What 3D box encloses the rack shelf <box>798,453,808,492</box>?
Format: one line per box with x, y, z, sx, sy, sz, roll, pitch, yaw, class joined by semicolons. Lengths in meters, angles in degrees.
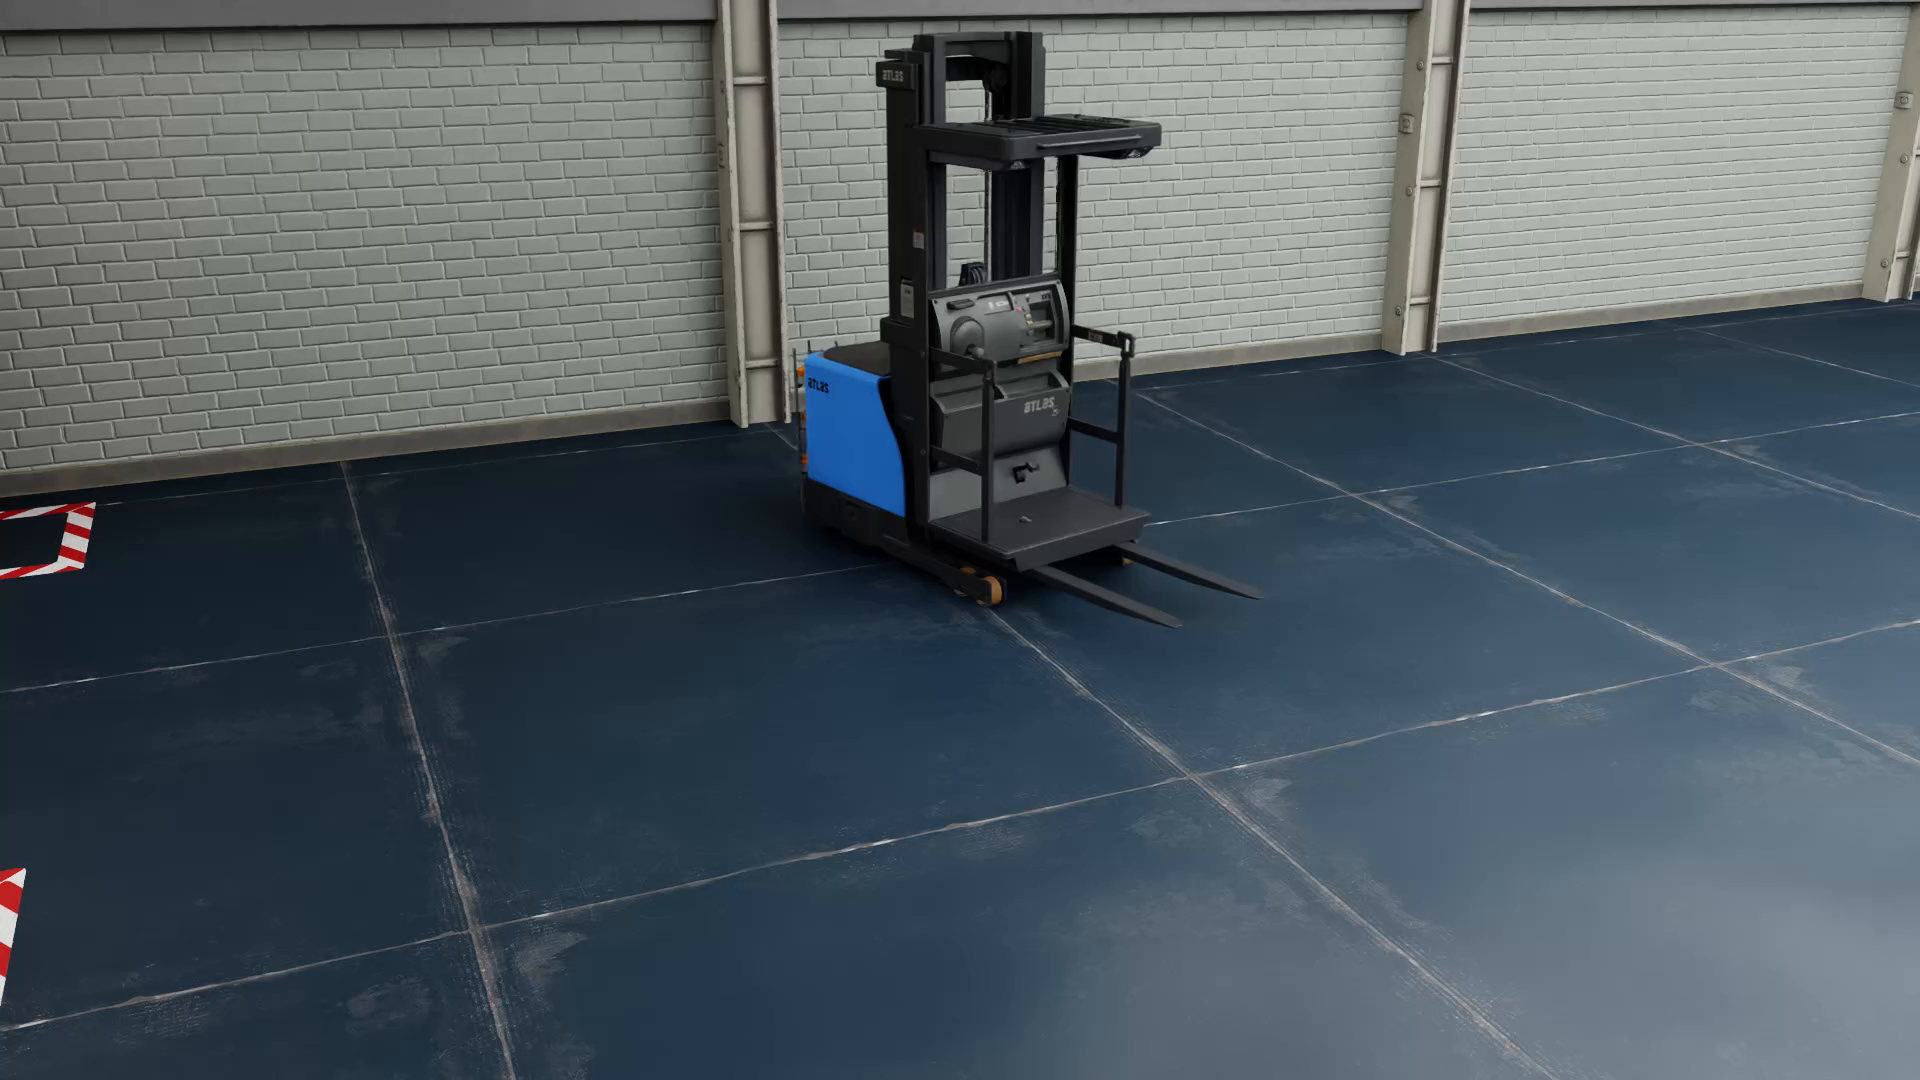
-0.877;-0.438;10.545;0.215;0.259;0.240;4;20;16;rack shelf

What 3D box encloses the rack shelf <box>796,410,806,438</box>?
-0.883;-0.700;10.455;0.215;0.259;0.240;4;20;16;rack shelf

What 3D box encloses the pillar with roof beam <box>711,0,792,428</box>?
0.193;-3.840;7.380;0.400;9.000;9.100;-8;21;-22;pillar with roof beam

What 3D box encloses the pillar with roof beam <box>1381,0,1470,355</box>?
5.702;-4.630;9.621;0.400;9.000;9.100;-8;21;-22;pillar with roof beam

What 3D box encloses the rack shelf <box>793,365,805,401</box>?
-0.889;-0.969;10.362;0.215;0.259;0.240;4;20;16;rack shelf

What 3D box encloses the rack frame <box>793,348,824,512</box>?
-0.918;-0.672;10.341;0.200;1.050;0.008;4;20;16;rack frame

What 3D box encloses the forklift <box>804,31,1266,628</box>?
0.365;-1.206;9.035;1.130;2.935;3.031;-15;24;-36;forklift

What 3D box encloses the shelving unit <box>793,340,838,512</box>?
-0.883;-0.710;10.451;0.215;1.050;0.252;4;20;16;shelving unit

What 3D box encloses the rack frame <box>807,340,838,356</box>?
-0.849;-0.749;10.562;0.200;1.050;0.008;4;20;16;rack frame

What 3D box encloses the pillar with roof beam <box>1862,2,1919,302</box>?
11.212;-5.419;11.863;0.400;9.000;9.100;-8;21;-22;pillar with roof beam
